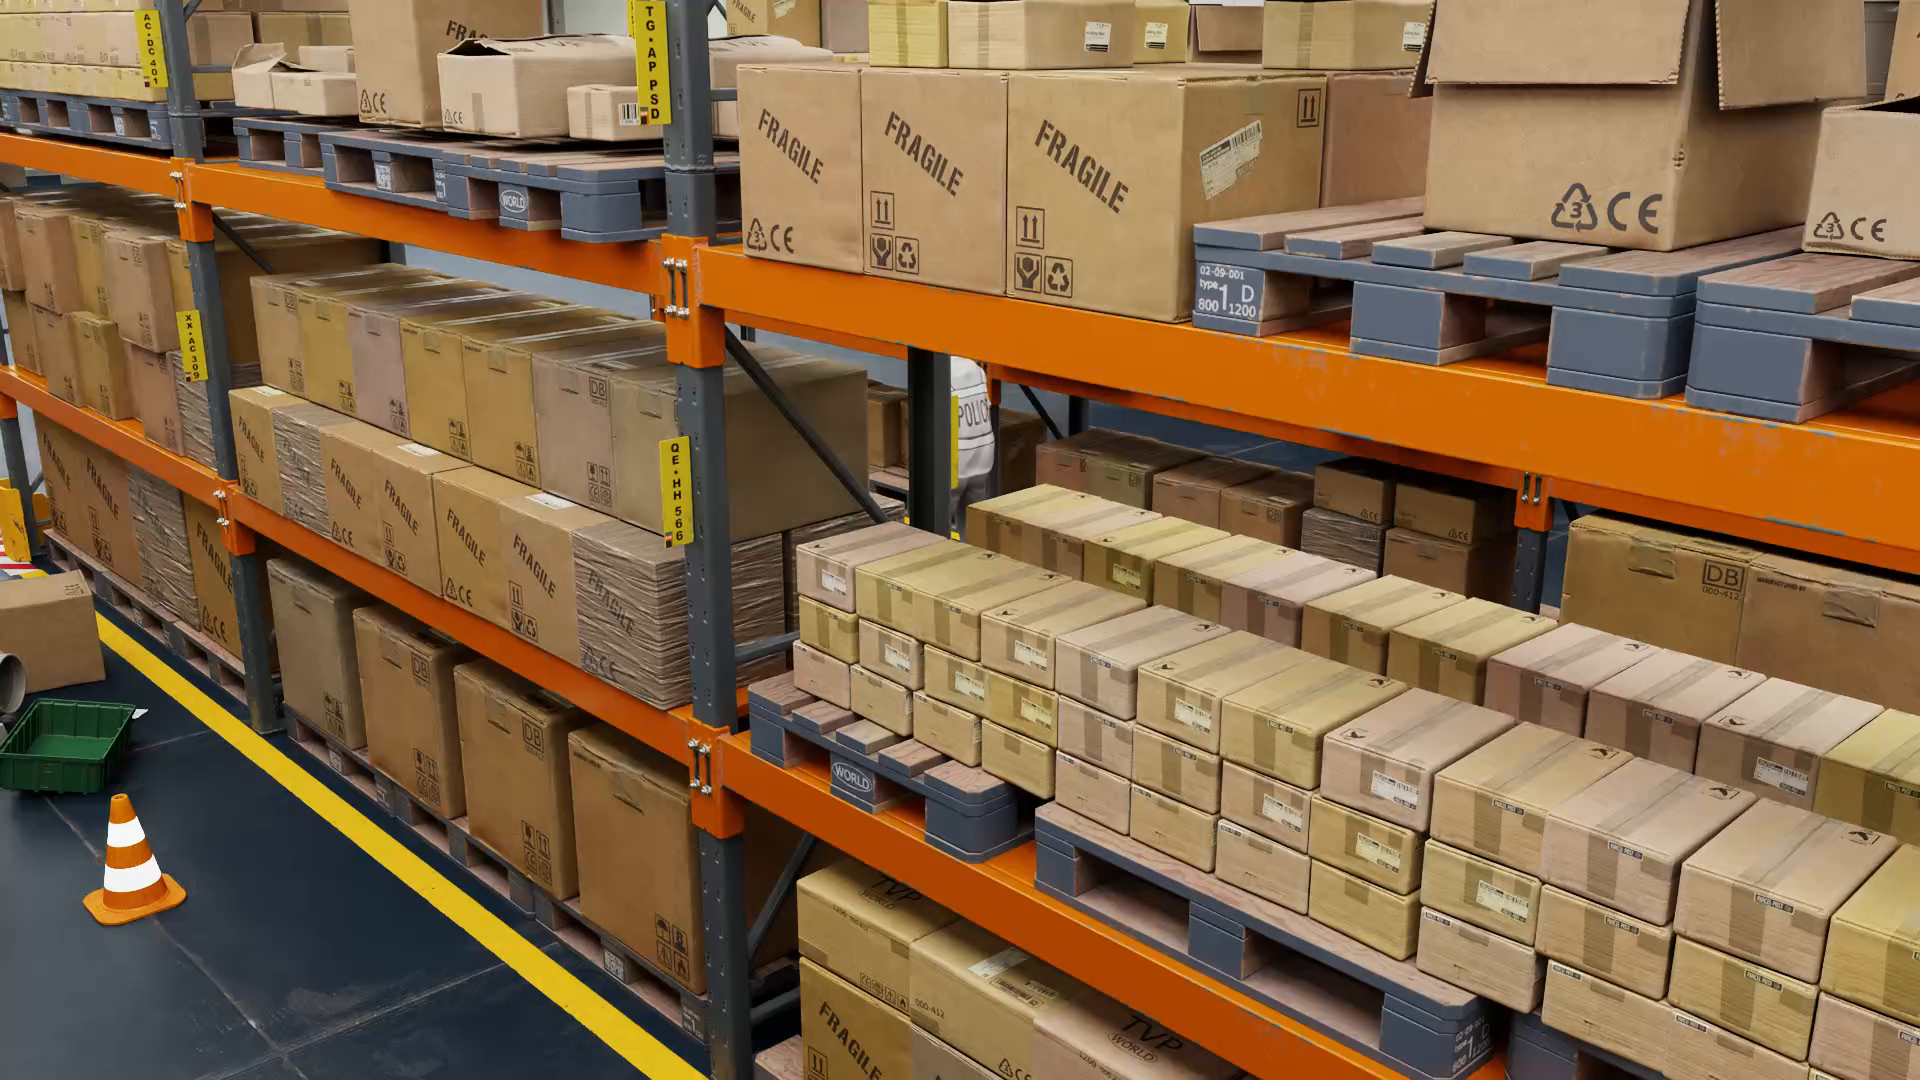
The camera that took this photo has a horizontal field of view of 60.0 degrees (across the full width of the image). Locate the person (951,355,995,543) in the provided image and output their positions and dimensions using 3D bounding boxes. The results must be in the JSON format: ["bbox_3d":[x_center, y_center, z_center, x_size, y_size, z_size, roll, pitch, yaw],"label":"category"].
[{"bbox_3d":[-0.035,-0.446,9.975,0.597,1.748,0.434,-16,24,-42],"label":"person"}]
